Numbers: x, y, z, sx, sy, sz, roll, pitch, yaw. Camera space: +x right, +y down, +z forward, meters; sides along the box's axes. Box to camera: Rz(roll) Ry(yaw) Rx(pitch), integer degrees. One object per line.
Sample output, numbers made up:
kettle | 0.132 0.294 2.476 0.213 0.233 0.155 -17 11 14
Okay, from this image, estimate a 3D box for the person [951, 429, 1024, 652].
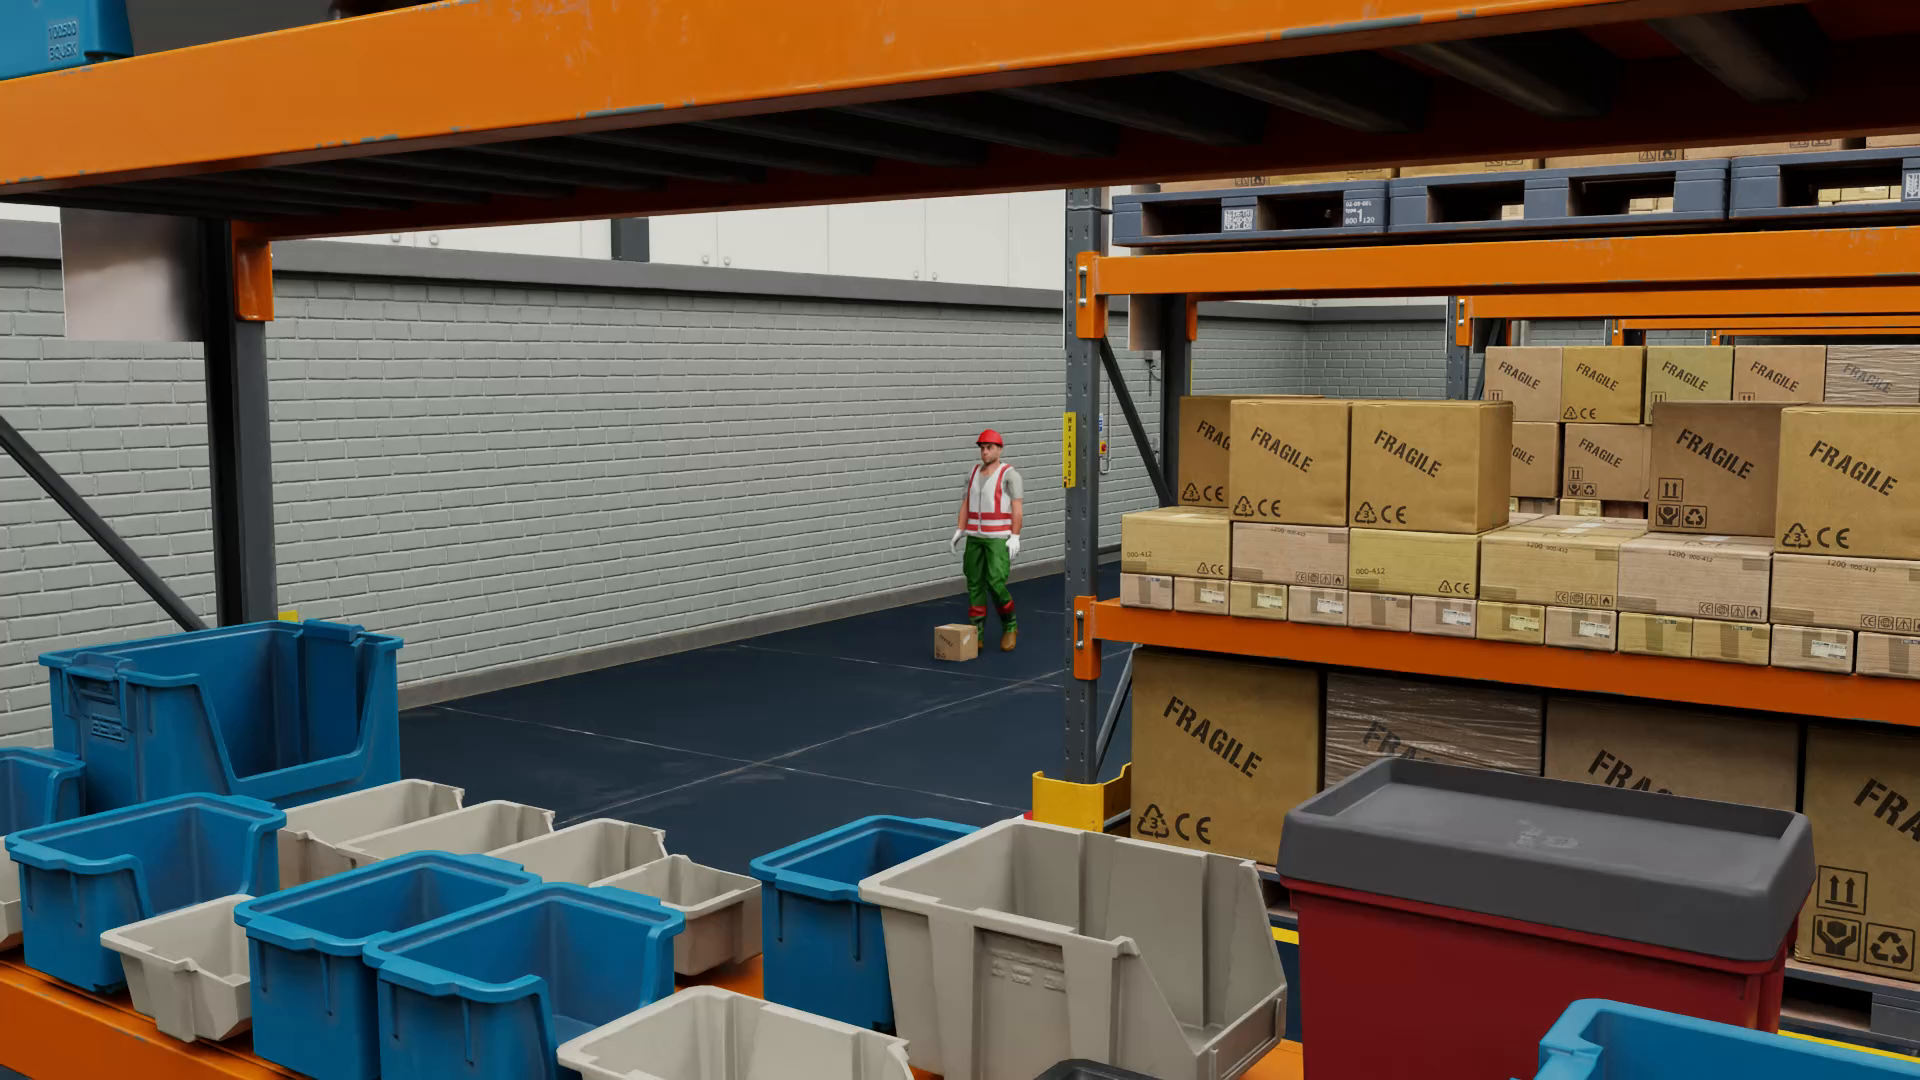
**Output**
person | 0.203 0.006 13.478 0.550 1.800 0.532 4 8 34
